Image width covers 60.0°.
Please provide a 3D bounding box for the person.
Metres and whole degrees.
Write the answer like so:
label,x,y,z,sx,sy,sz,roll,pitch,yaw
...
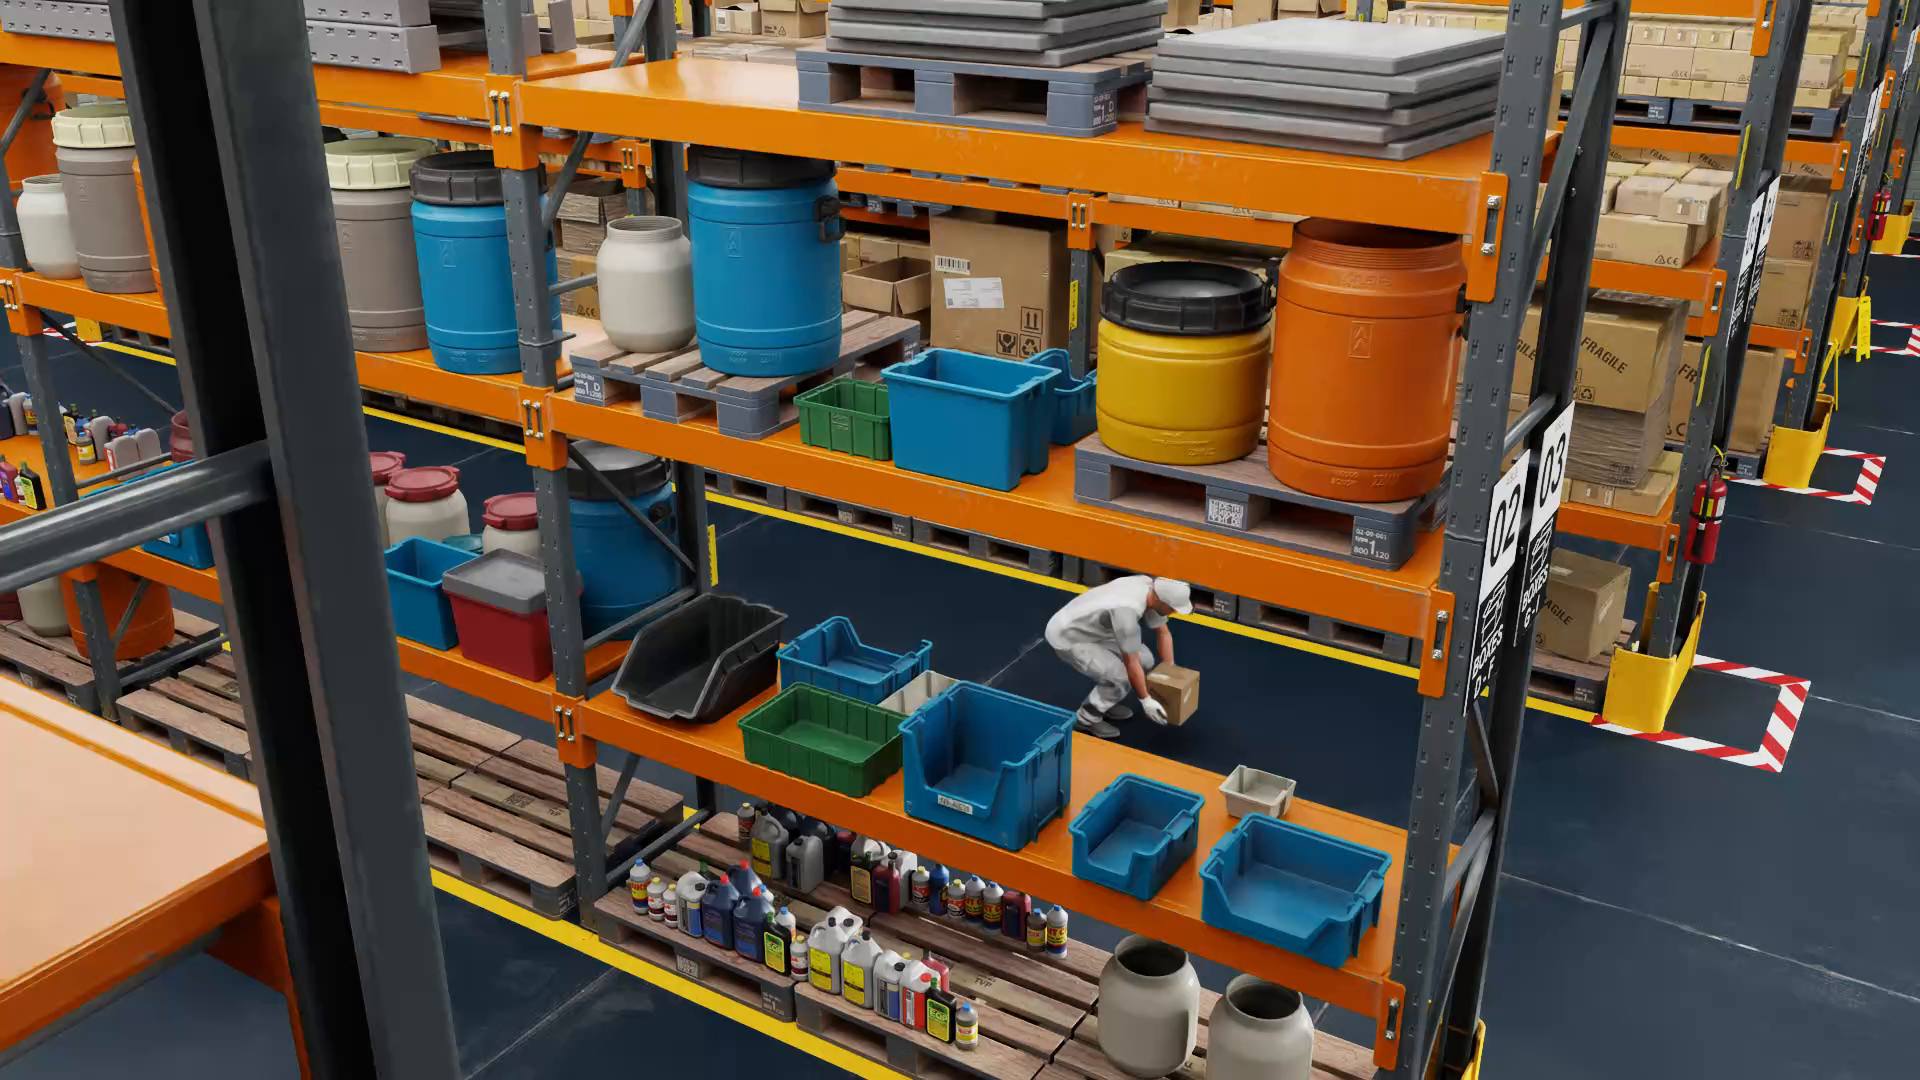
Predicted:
label,x,y,z,sx,sy,sz,roll,pitch,yaw
person,0.955,0.633,9.977,0.858,1.074,0.573,14,26,29
